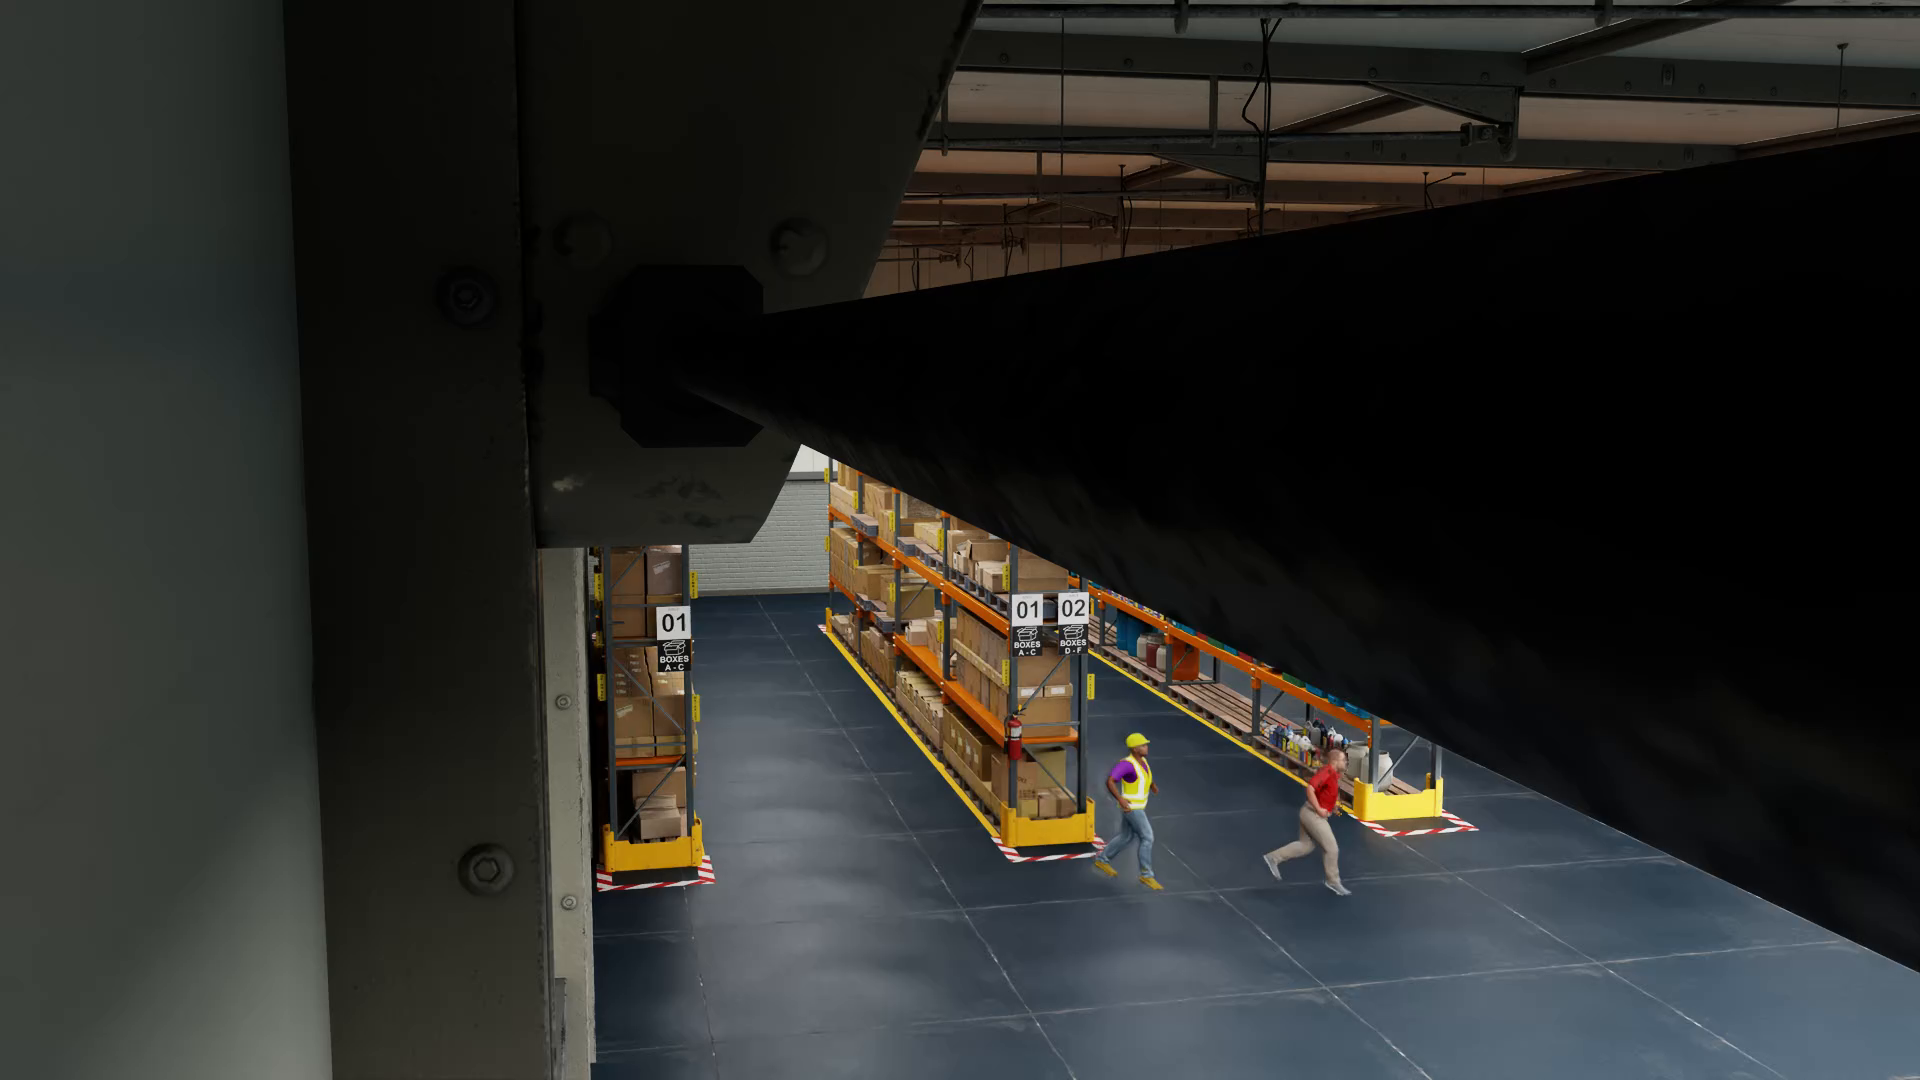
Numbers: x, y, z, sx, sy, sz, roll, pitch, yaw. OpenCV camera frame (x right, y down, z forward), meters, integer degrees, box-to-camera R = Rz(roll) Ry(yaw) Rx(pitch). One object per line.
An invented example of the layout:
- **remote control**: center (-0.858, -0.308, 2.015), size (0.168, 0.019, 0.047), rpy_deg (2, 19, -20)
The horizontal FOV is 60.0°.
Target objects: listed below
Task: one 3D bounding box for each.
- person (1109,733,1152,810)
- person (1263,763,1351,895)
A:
- **person**: center (2.010, 2.694, 19.450), size (0.450, 0.898, 0.673), rpy_deg (2, 7, 15)
- **person**: center (4.021, 3.327, 19.207), size (1.016, 1.563, 0.648), rpy_deg (2, 7, 16)
